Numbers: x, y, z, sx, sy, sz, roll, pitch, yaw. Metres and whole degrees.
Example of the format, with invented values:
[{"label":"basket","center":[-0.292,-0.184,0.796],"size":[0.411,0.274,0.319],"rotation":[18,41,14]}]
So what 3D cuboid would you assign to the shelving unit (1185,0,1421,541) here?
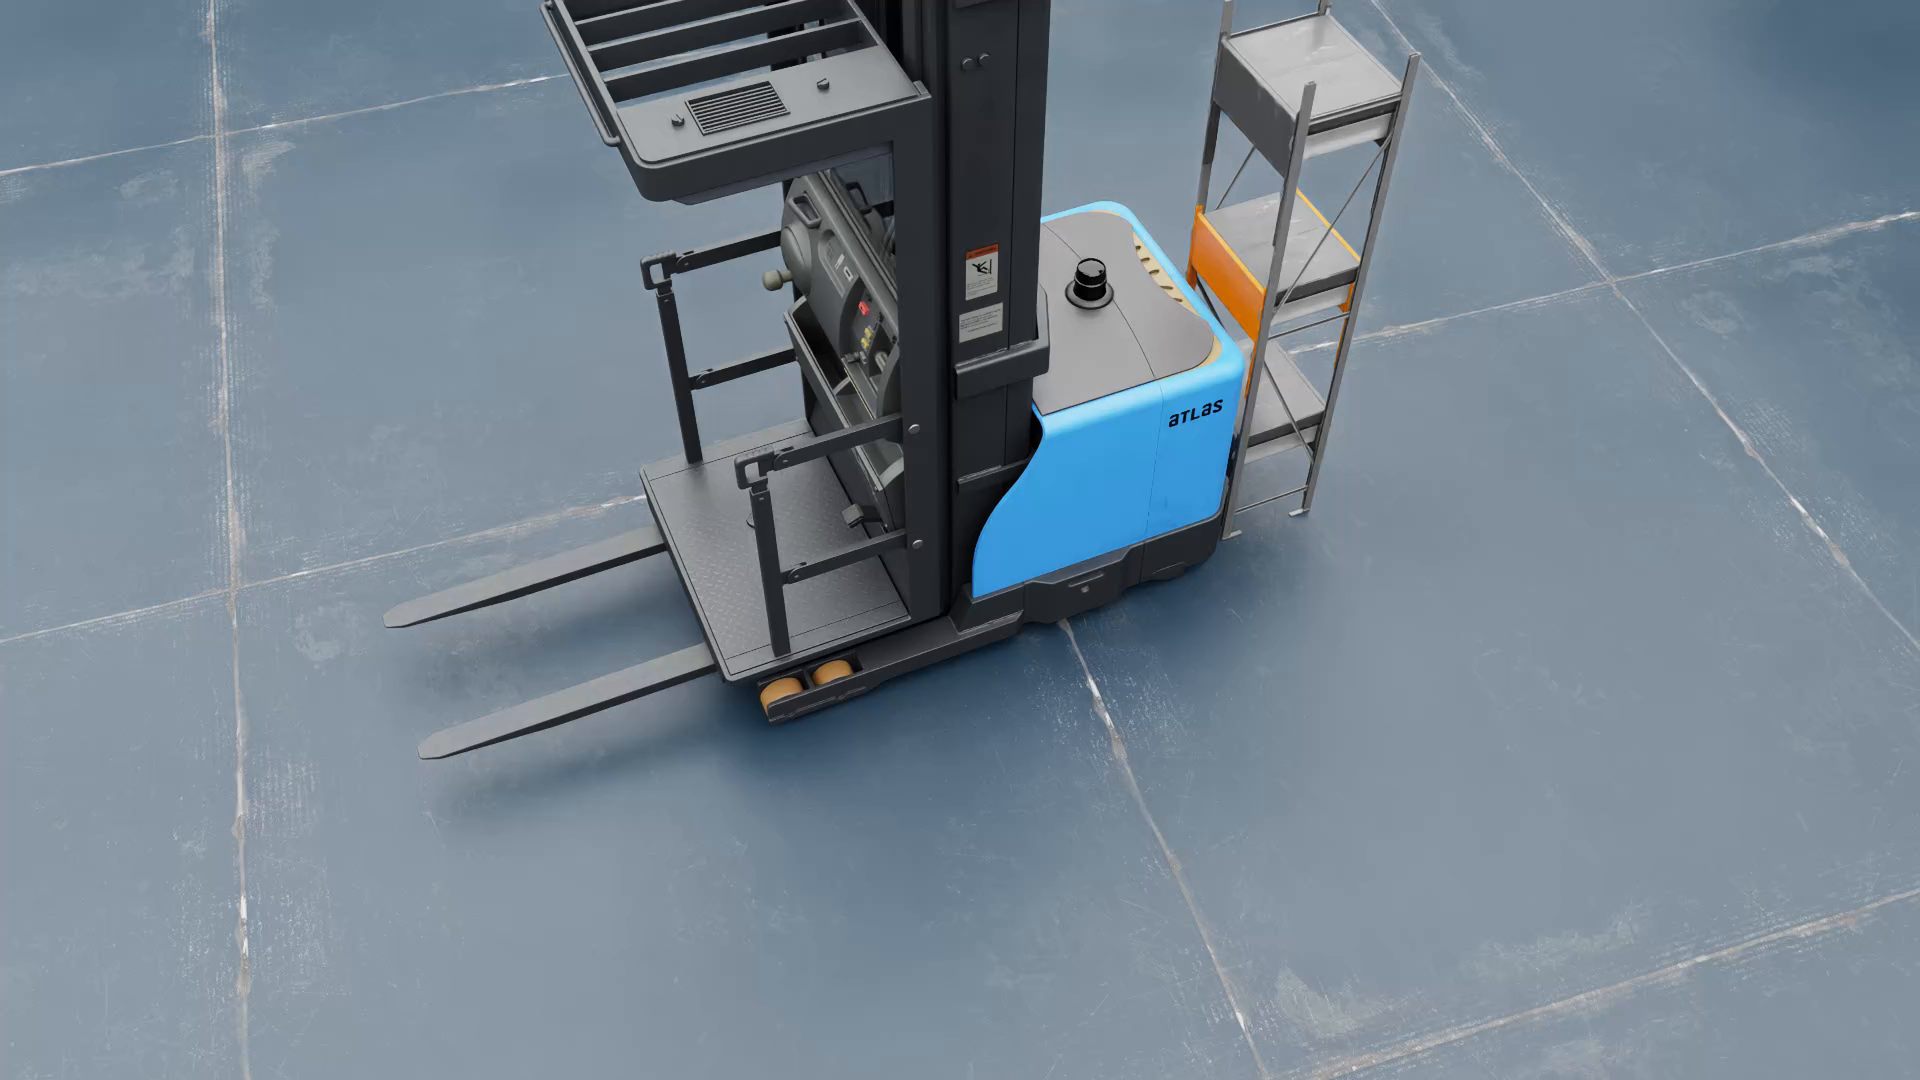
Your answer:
[{"label":"shelving unit","center":[1.113,-0.909,5.933],"size":[0.431,2.100,0.503],"rotation":[-18,52,-15]}]

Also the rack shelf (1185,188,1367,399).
[{"label":"rack shelf","center":[1.113,-0.900,5.943],"size":[0.431,0.518,0.480],"rotation":[-18,52,-15]}]

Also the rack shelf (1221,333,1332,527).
[{"label":"rack shelf","center":[1.113,-0.449,6.478],"size":[0.431,0.518,0.480],"rotation":[-18,52,-15]}]

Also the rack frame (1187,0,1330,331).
[{"label":"rack frame","center":[1.016,-1.080,6.077],"size":[0.400,2.100,0.015],"rotation":[-18,52,-15]}]

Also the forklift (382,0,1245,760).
[{"label":"forklift","center":[-0.571,-0.755,5.259],"size":[3.031,2.935,1.130],"rotation":[-18,52,-15]}]

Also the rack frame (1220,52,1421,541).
[{"label":"rack frame","center":[1.210,-0.738,5.788],"size":[0.400,2.100,0.015],"rotation":[-18,52,-15]}]

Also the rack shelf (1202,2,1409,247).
[{"label":"rack shelf","center":[1.113,-1.351,5.408],"size":[0.431,0.518,0.480],"rotation":[-18,52,-15]}]
